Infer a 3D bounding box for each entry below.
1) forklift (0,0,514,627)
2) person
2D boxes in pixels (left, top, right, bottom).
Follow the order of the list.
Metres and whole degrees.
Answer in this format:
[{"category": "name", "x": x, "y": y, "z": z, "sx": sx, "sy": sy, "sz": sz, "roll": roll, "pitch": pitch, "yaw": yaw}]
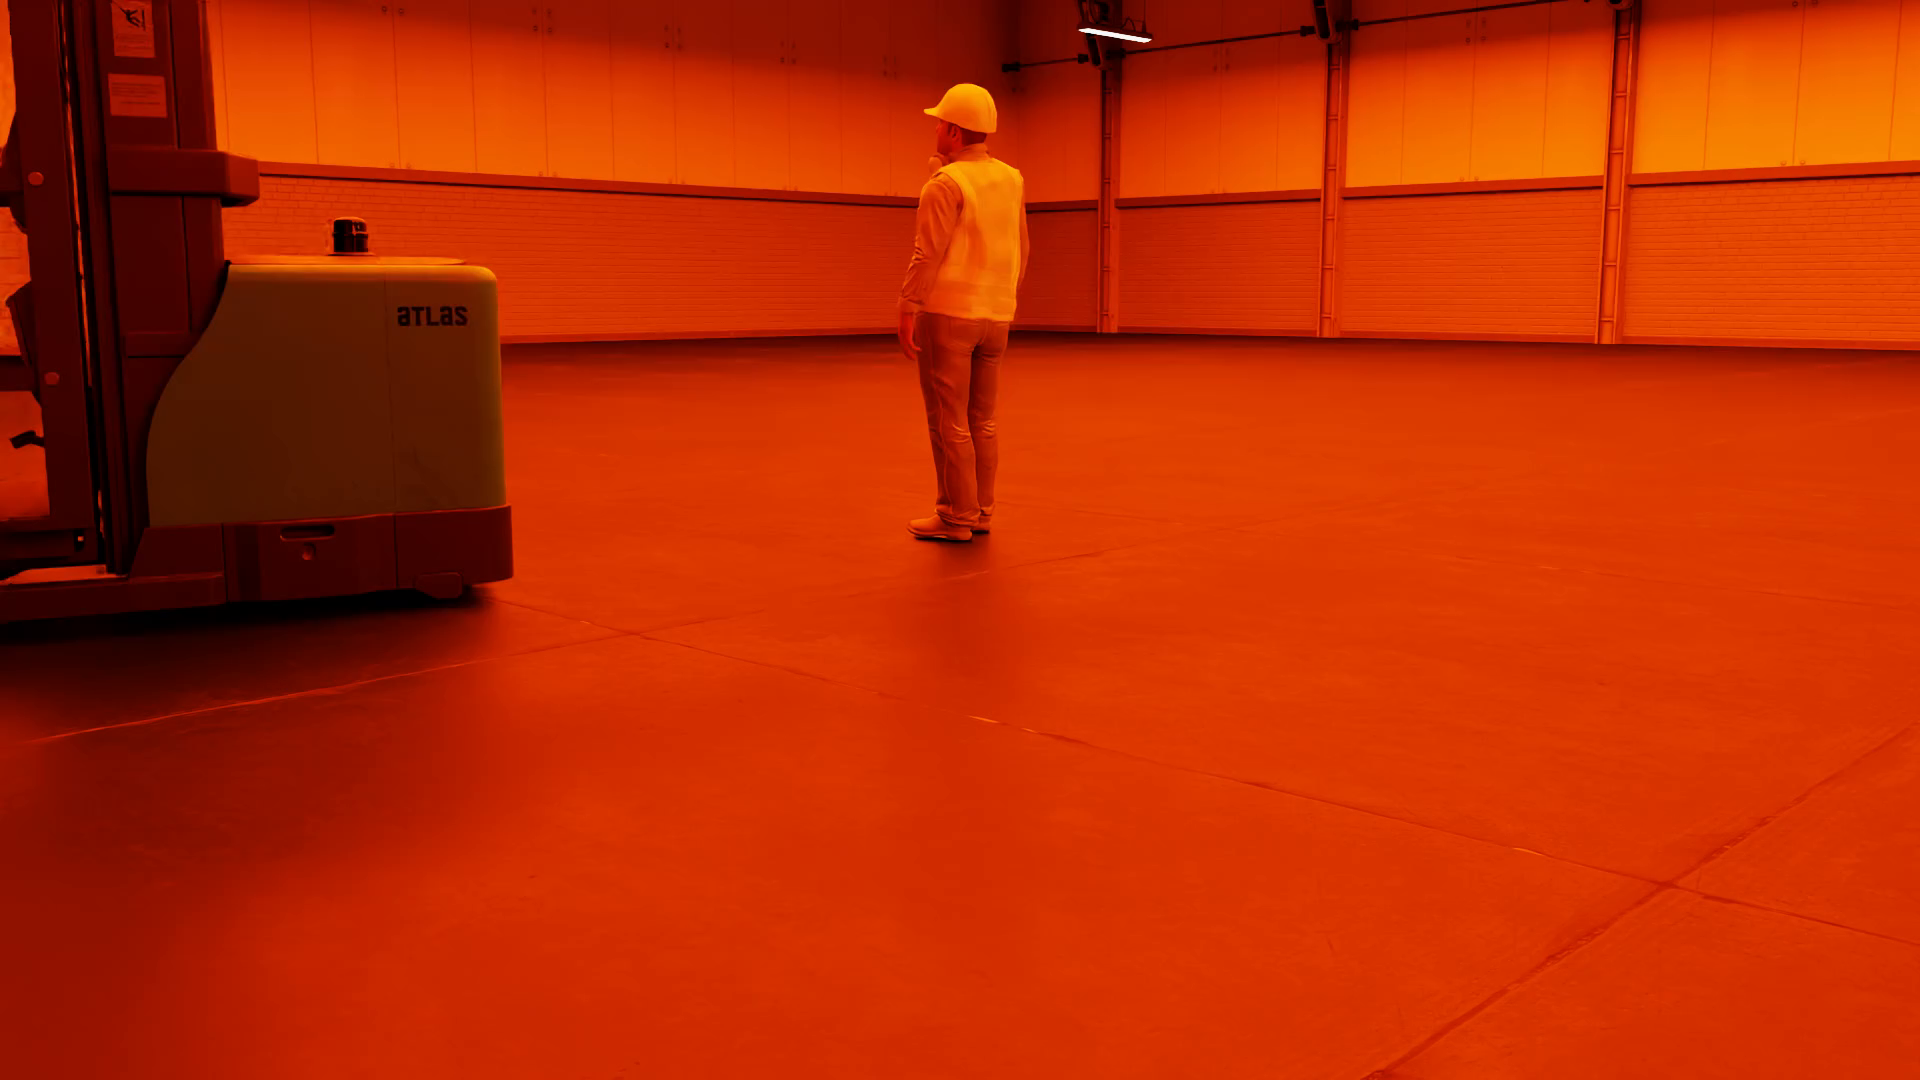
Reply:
[{"category": "forklift", "x": -3.009, "y": -1.216, "z": 4.949, "sx": 3.031, "sy": 2.935, "sz": 1.130, "roll": -4, "pitch": 10, "yaw": -27}, {"category": "person", "x": -0.040, "y": -0.892, "z": 6.632, "sx": 0.566, "sy": 1.775, "sz": 0.634, "roll": 8, "pitch": 12, "yaw": 43}]
